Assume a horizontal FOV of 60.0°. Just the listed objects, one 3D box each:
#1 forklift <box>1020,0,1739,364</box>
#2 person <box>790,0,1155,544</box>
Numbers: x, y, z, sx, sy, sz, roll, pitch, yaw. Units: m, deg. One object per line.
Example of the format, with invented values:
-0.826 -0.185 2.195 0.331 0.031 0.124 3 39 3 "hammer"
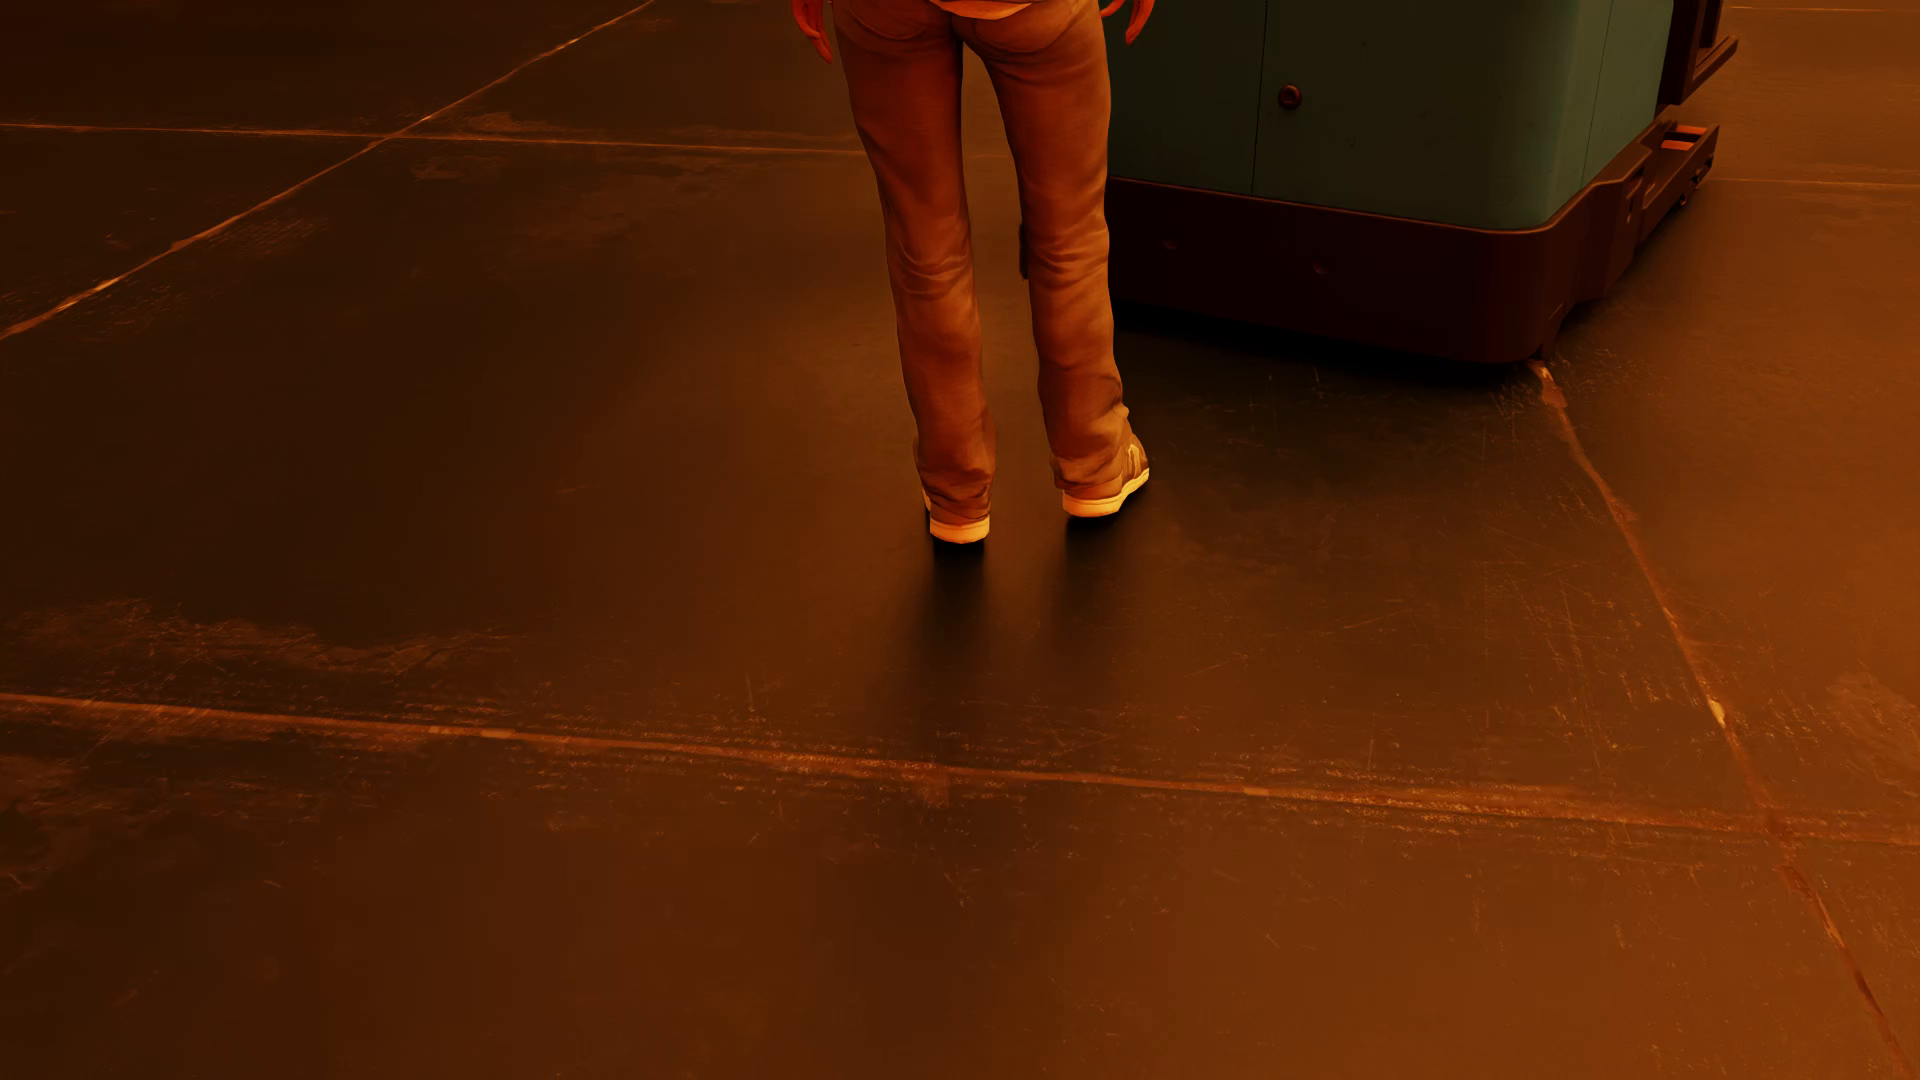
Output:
1.316 -2.243 3.713 1.130 2.935 3.031 15 30 27 "forklift"
0.024 -0.747 2.208 0.520 1.585 0.473 3 27 7 "person"
